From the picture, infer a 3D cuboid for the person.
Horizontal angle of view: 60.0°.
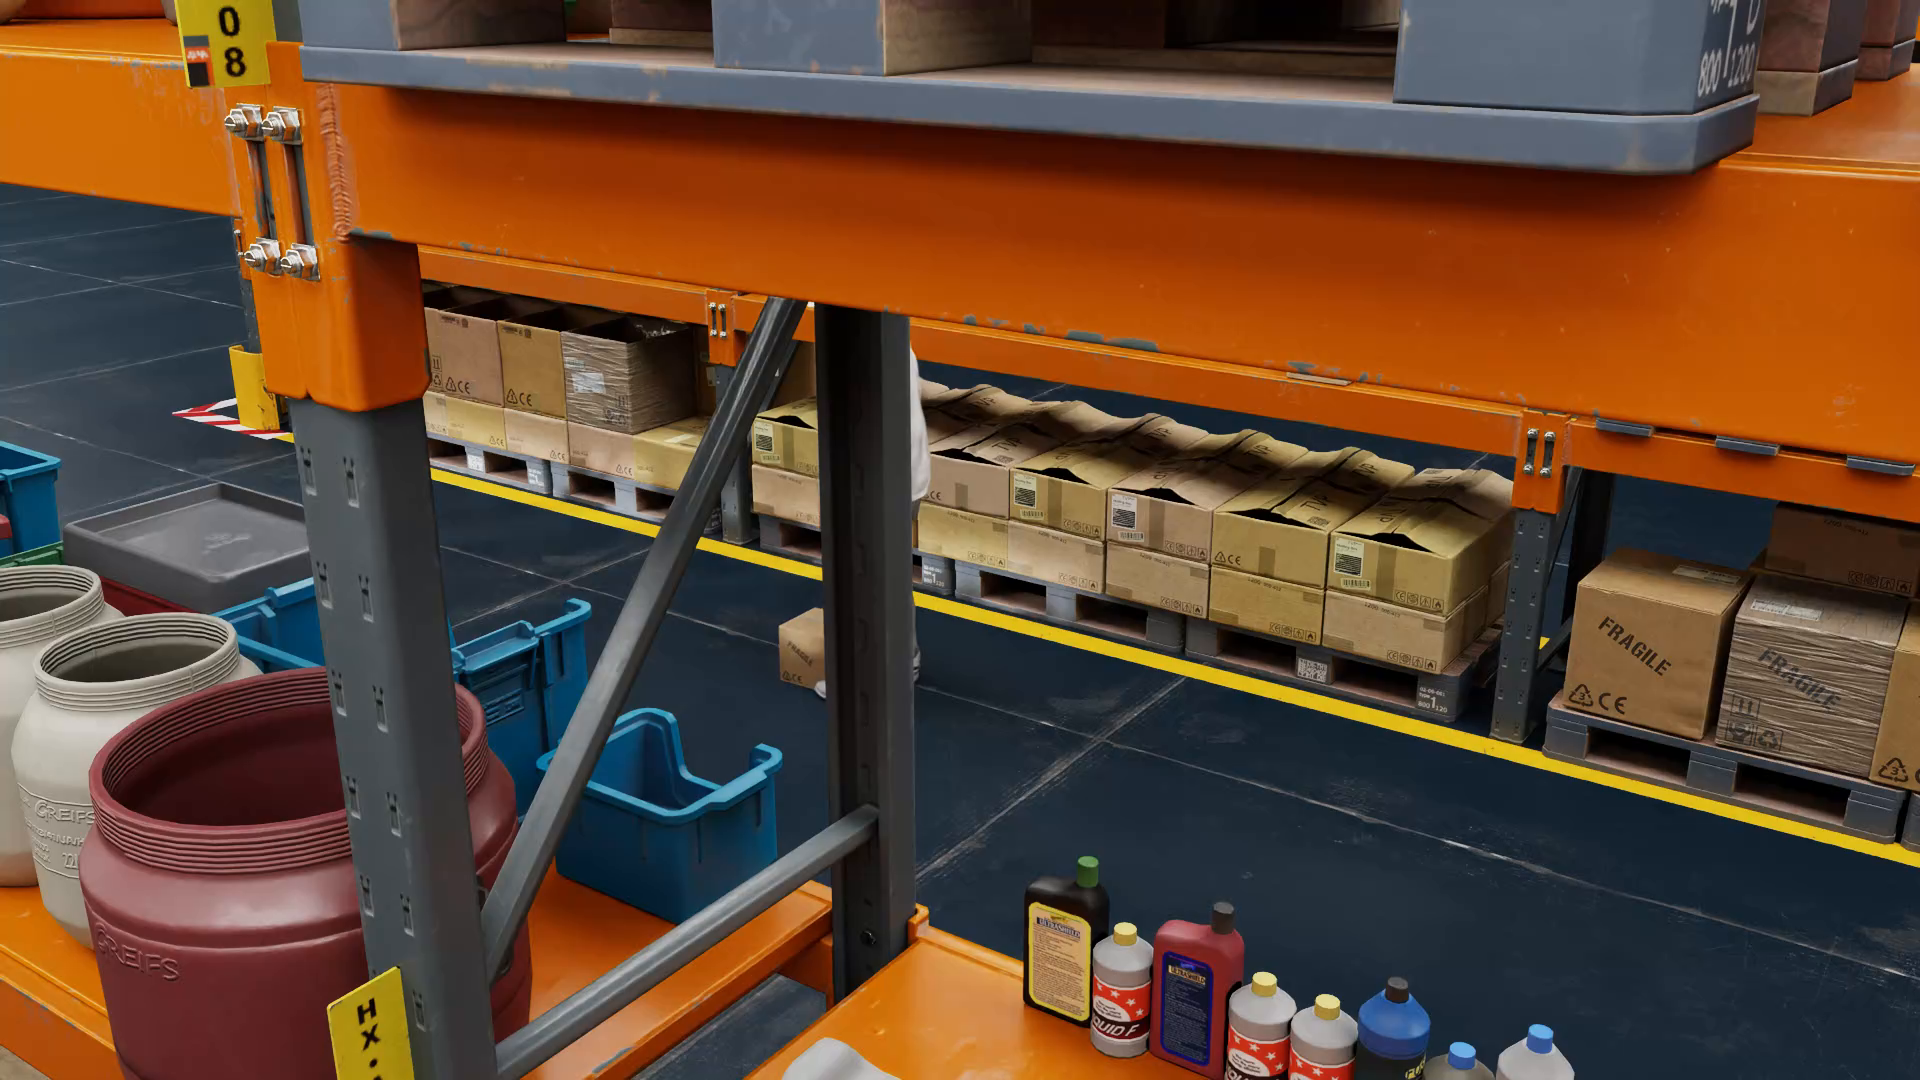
[{"bbox_3d":[-0.364,-0.204,6.604,0.465,1.769,0.580,12,23,29],"label":"person"}]
